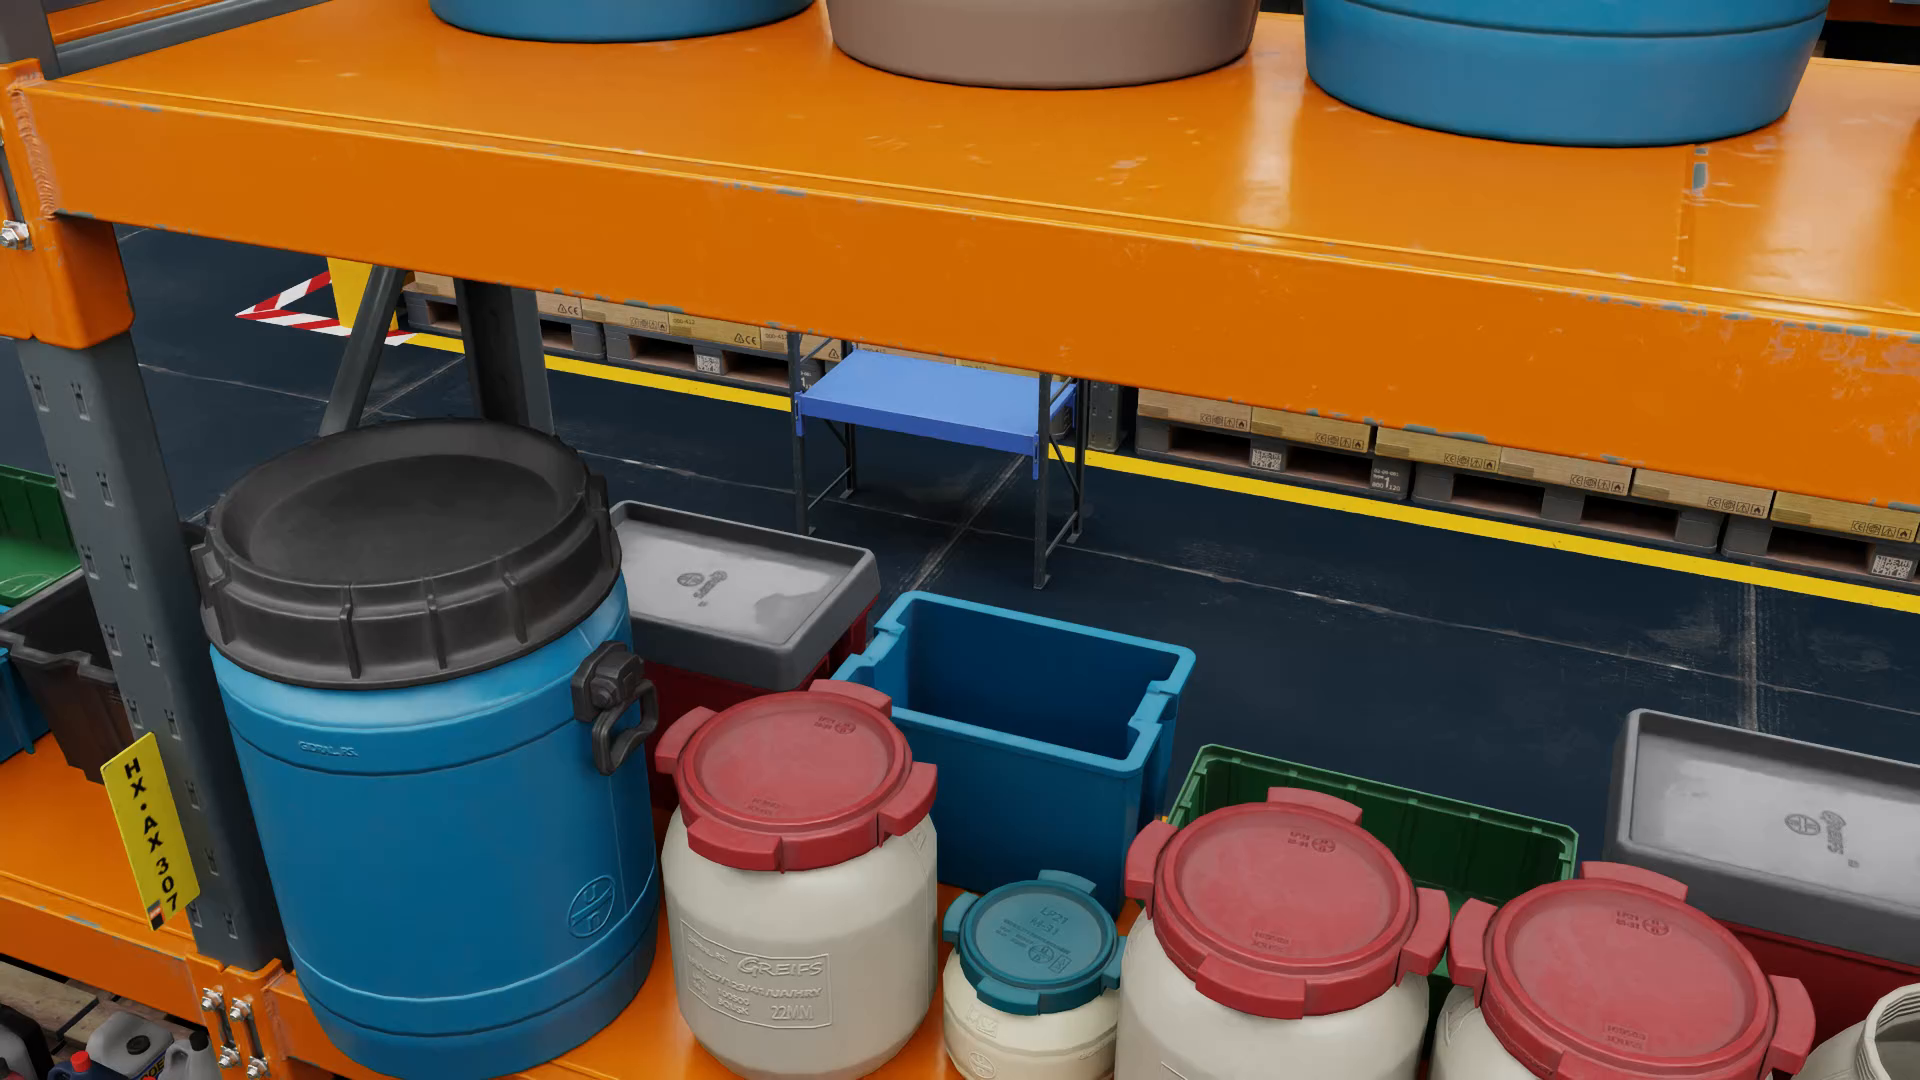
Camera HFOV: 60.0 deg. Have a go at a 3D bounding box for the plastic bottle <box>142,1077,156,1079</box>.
[{"bbox_3d":[-1.754,1.305,3.637,0.185,0.351,0.144,10,31,18],"label":"plastic bottle"}]

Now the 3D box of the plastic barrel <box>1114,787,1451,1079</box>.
[{"bbox_3d":[0.435,0.685,2.351,0.433,0.535,0.433,0,29,0],"label":"plastic barrel"}]

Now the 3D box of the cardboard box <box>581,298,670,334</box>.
[{"bbox_3d":[-1.548,-1.268,8.312,0.500,0.250,0.500,11,31,19],"label":"cardboard box"}]

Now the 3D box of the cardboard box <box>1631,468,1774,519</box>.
[{"bbox_3d":[3.000,-0.346,6.682,0.500,0.250,0.500,12,32,20],"label":"cardboard box"}]

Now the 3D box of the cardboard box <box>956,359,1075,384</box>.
[{"bbox_3d":[0.305,-0.898,7.658,0.500,0.250,0.500,11,31,19],"label":"cardboard box"}]

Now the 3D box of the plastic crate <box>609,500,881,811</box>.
[{"bbox_3d":[-0.485,0.254,3.188,0.583,0.464,0.402,11,31,19],"label":"plastic crate"}]

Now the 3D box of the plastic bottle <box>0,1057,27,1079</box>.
[{"bbox_3d":[-2.098,1.288,3.736,0.133,0.283,0.061,13,32,22],"label":"plastic bottle"}]

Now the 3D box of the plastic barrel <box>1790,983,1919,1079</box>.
[{"bbox_3d":[1.234,0.852,2.081,0.421,0.512,0.421,0,29,0],"label":"plastic barrel"}]

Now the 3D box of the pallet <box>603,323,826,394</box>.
[{"bbox_3d":[-1.039,-1.104,8.488,1.213,0.211,1.003,11,31,19],"label":"pallet"}]

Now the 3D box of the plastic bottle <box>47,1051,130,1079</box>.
[{"bbox_3d":[-1.932,1.270,3.700,0.185,0.351,0.144,10,31,17],"label":"plastic bottle"}]

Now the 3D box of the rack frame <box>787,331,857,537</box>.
[{"bbox_3d":[-0.550,-0.763,6.575,0.032,1.500,0.500,11,31,19],"label":"rack frame"}]

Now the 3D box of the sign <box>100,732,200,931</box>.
[{"bbox_3d":[-1.266,0.460,2.607,0.005,0.325,0.100,11,31,19],"label":"sign"}]

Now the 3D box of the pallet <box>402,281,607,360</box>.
[{"bbox_3d":[-2.165,-1.330,8.888,1.213,0.211,1.003,11,31,19],"label":"pallet"}]

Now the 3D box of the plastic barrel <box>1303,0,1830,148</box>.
[{"bbox_3d":[0.716,-0.955,1.834,0.708,0.901,0.600,11,31,19],"label":"plastic barrel"}]

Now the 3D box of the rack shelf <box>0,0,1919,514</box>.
[{"bbox_3d":[0.804,-0.291,1.899,4.000,0.370,1.077,11,31,19],"label":"rack shelf"}]

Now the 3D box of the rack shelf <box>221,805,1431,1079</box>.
[{"bbox_3d":[0.804,1.015,2.637,4.000,0.370,1.077,11,31,19],"label":"rack shelf"}]

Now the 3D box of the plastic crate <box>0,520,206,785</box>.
[{"bbox_3d":[-1.486,0.204,3.404,0.504,0.338,0.767,11,31,19],"label":"plastic crate"}]

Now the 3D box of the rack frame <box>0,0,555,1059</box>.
[{"bbox_3d":[-1.050,0.333,3.112,0.053,2.616,0.949,11,31,19],"label":"rack frame"}]

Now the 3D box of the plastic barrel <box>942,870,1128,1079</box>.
[{"bbox_3d":[0.120,0.707,2.592,0.301,0.262,0.301,0,29,0],"label":"plastic barrel"}]

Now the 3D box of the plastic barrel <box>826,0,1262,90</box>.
[{"bbox_3d":[0.110,-1.076,2.048,0.600,0.901,0.600,0,29,0],"label":"plastic barrel"}]

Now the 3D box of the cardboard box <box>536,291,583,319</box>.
[{"bbox_3d":[-2.012,-1.361,8.476,0.500,0.250,0.500,11,31,19],"label":"cardboard box"}]

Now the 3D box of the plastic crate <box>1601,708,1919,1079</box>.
[{"bbox_3d":[1.275,0.605,2.566,0.583,0.464,0.402,11,31,19],"label":"plastic crate"}]

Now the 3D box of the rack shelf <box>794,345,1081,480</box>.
[{"bbox_3d":[-0.079,-0.512,6.497,1.000,0.185,0.538,11,31,19],"label":"rack shelf"}]

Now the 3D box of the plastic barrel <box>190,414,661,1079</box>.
[{"bbox_3d":[-0.805,0.323,2.621,0.708,0.901,0.600,11,31,19],"label":"plastic barrel"}]

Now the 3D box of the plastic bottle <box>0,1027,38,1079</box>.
[{"bbox_3d":[-2.231,1.210,3.805,0.185,0.351,0.144,11,31,19],"label":"plastic bottle"}]

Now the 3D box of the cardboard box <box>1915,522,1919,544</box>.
[{"bbox_3d":[3.944,-0.158,6.349,0.500,0.250,0.500,12,32,20],"label":"cardboard box"}]

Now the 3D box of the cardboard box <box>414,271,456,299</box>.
[{"bbox_3d":[-2.476,-1.451,8.637,0.500,0.250,0.500,11,31,19],"label":"cardboard box"}]

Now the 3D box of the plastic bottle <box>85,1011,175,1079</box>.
[{"bbox_3d":[-1.899,1.230,3.846,0.135,0.276,0.152,11,31,19],"label":"plastic bottle"}]

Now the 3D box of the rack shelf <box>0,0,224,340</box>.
[{"bbox_3d":[-2.902,-1.031,3.209,4.000,0.370,1.077,11,31,19],"label":"rack shelf"}]

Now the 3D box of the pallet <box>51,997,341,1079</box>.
[{"bbox_3d":[-1.655,1.402,4.055,1.213,0.211,1.003,11,31,19],"label":"pallet"}]

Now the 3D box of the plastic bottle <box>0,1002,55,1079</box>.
[{"bbox_3d":[-2.216,1.188,3.913,0.133,0.283,0.061,11,31,19],"label":"plastic bottle"}]

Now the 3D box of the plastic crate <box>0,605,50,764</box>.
[{"bbox_3d":[-2.176,0.315,3.295,0.616,0.251,0.499,11,31,19],"label":"plastic crate"}]

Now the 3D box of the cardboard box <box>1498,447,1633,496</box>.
[{"bbox_3d":[2.523,-0.440,6.848,0.500,0.250,0.500,12,32,20],"label":"cardboard box"}]

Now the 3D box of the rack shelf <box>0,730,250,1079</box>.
[{"bbox_3d":[-2.902,0.275,3.947,4.000,0.370,1.077,11,31,19],"label":"rack shelf"}]

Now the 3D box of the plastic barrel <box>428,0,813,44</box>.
[{"bbox_3d":[-0.496,-1.197,2.262,0.708,0.901,0.600,11,31,19],"label":"plastic barrel"}]

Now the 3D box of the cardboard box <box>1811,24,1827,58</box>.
[{"bbox_3d":[5.191,-3.119,10.551,0.500,0.250,0.500,12,32,20],"label":"cardboard box"}]

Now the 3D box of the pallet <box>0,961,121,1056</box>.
[{"bbox_3d":[-2.790,1.177,4.453,1.213,0.211,1.003,11,31,19],"label":"pallet"}]

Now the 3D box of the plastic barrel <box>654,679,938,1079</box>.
[{"bbox_3d":[-0.245,0.549,2.592,0.433,0.535,0.433,0,29,0],"label":"plastic barrel"}]

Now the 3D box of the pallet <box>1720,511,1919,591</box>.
[{"bbox_3d":[3.775,-0.142,6.788,1.213,0.211,1.003,11,31,19],"label":"pallet"}]

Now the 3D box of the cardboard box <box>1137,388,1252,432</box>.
[{"bbox_3d":[1.098,-0.725,7.351,0.500,0.250,0.500,11,31,18],"label":"cardboard box"}]

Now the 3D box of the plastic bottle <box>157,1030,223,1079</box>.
[{"bbox_3d":[-1.700,1.240,3.753,0.185,0.351,0.144,11,31,19],"label":"plastic bottle"}]

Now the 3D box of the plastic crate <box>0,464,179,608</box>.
[{"bbox_3d":[-2.201,0.044,3.839,0.662,0.188,0.450,11,31,19],"label":"plastic crate"}]

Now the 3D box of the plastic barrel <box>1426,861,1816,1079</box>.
[{"bbox_3d":[0.836,0.765,2.210,0.433,0.535,0.433,0,29,0],"label":"plastic barrel"}]

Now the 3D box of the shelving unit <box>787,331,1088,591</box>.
[{"bbox_3d":[-0.079,-0.669,6.409,1.048,1.500,0.538,11,31,19],"label":"shelving unit"}]

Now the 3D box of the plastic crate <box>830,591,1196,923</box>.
[{"bbox_3d":[0.090,0.401,3.009,0.575,0.384,0.392,11,31,19],"label":"plastic crate"}]

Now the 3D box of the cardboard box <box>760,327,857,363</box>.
[{"bbox_3d":[-0.623,-1.081,7.982,0.500,0.250,0.500,11,31,19],"label":"cardboard box"}]

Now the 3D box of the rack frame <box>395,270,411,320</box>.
[{"bbox_3d":[-2.890,-2.666,8.419,0.127,3.000,1.000,11,31,19],"label":"rack frame"}]

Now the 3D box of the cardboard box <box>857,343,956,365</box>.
[{"bbox_3d":[-0.155,-0.995,7.830,0.500,0.250,0.500,11,31,19],"label":"cardboard box"}]

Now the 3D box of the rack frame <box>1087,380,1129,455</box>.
[{"bbox_3d":[0.817,-1.926,7.110,0.127,3.000,1.000,11,31,19],"label":"rack frame"}]

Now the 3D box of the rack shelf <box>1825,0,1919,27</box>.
[{"bbox_3d":[4.529,-3.502,10.629,4.000,0.370,1.077,11,31,19],"label":"rack shelf"}]

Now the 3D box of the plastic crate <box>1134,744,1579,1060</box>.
[{"bbox_3d":[0.671,0.617,2.825,0.662,0.188,0.450,11,31,19],"label":"plastic crate"}]

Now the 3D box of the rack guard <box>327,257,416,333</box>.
[{"bbox_3d":[-2.912,-1.583,9.042,0.348,0.500,1.175,11,31,19],"label":"rack guard"}]

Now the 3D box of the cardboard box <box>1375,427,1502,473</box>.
[{"bbox_3d":[2.052,-0.535,7.015,0.500,0.250,0.500,10,31,18],"label":"cardboard box"}]

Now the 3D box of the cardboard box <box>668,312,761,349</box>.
[{"bbox_3d":[-1.087,-1.173,8.145,0.500,0.250,0.500,11,31,19],"label":"cardboard box"}]

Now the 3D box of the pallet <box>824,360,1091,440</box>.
[{"bbox_3d":[0.096,-0.879,8.090,1.213,0.211,1.003,11,31,19],"label":"pallet"}]

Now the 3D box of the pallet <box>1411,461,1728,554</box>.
[{"bbox_3d":[2.649,-0.369,7.188,1.213,0.211,1.003,11,31,19],"label":"pallet"}]

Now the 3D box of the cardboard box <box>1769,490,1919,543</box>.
[{"bbox_3d":[3.465,-0.252,6.515,0.500,0.250,0.500,11,31,19],"label":"cardboard box"}]

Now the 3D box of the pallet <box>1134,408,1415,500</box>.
[{"bbox_3d":[1.514,-0.594,7.586,1.213,0.211,1.003,11,31,19],"label":"pallet"}]

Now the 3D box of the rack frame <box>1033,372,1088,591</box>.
[{"bbox_3d":[0.392,-0.575,6.242,0.032,1.500,0.500,11,31,19],"label":"rack frame"}]

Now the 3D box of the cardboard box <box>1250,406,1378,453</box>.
[{"bbox_3d":[1.571,-0.629,7.183,0.500,0.250,0.500,12,32,20],"label":"cardboard box"}]
